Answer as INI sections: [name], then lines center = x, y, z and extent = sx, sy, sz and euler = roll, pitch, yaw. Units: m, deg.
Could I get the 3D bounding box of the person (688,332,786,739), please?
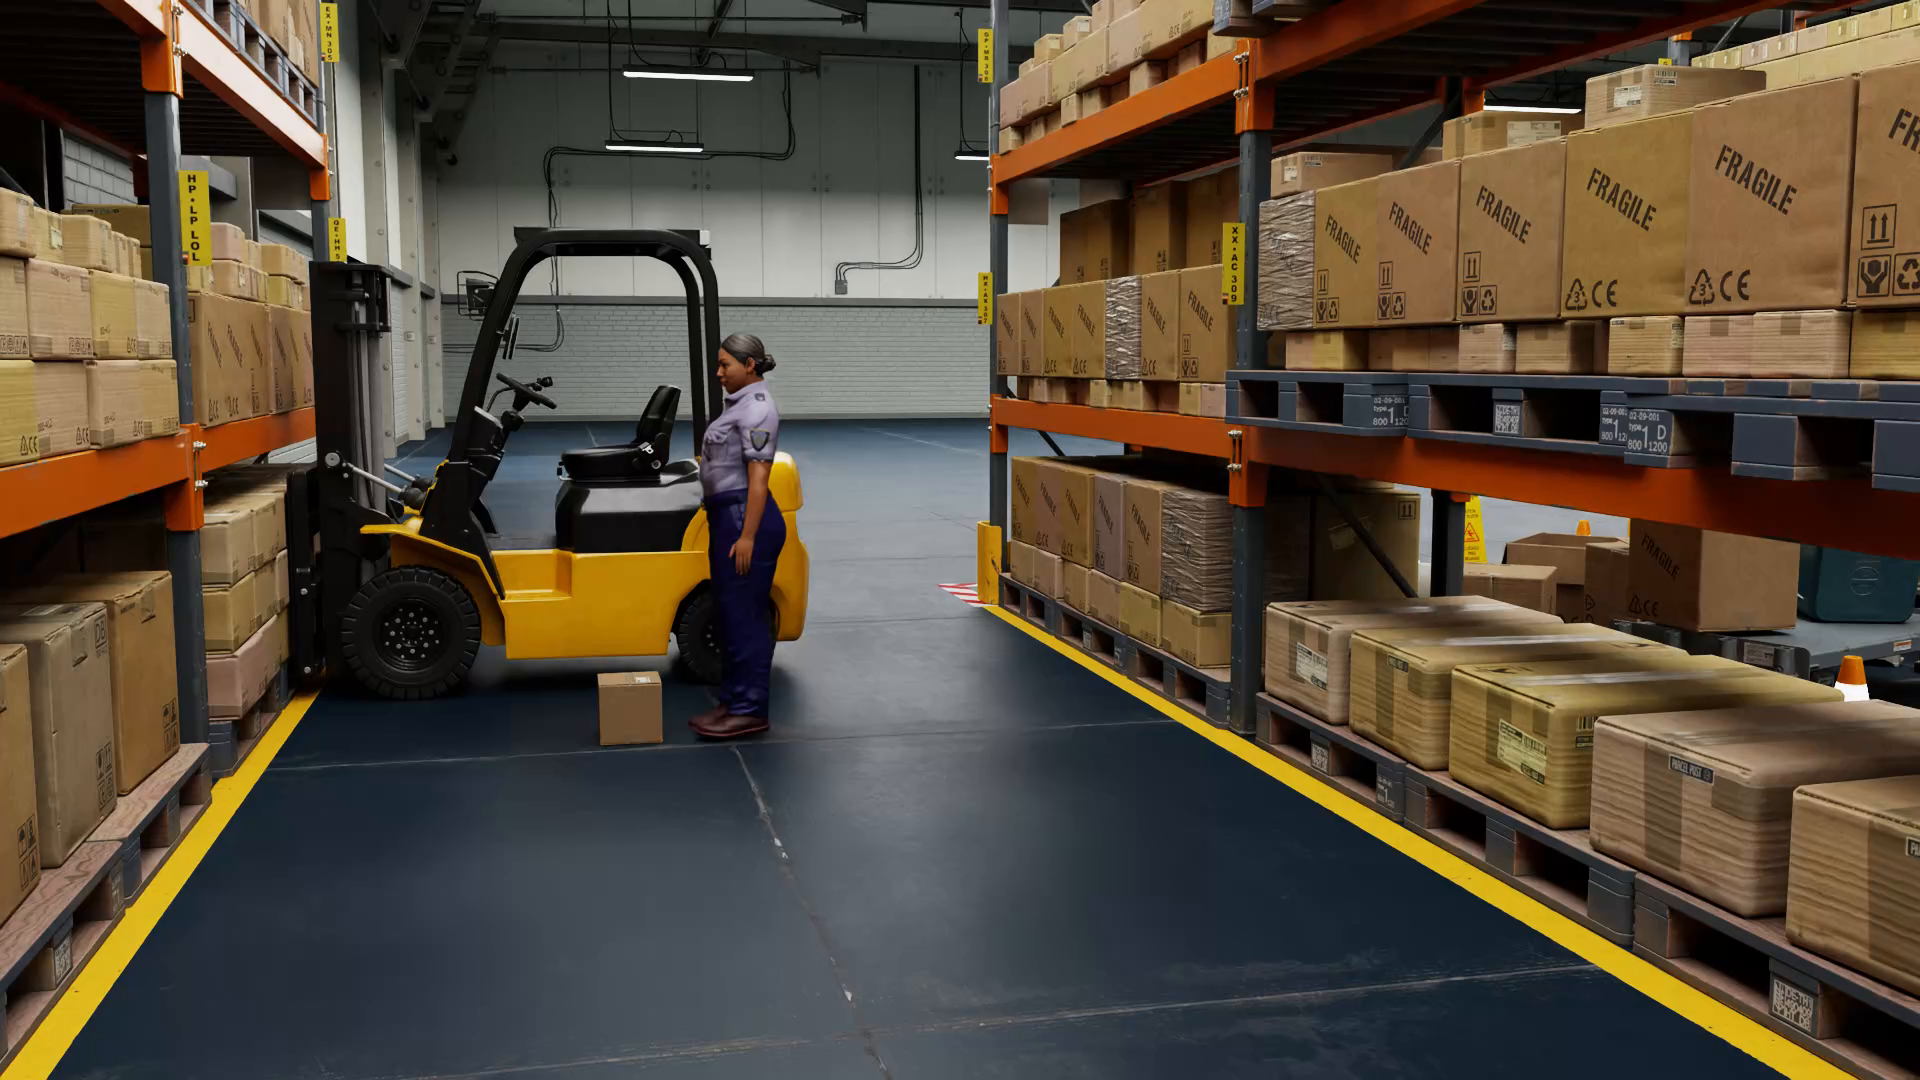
[person]
center = -0.925, -0.016, 6.858
extent = 0.400, 1.672, 0.484
euler = -1, 6, -13
